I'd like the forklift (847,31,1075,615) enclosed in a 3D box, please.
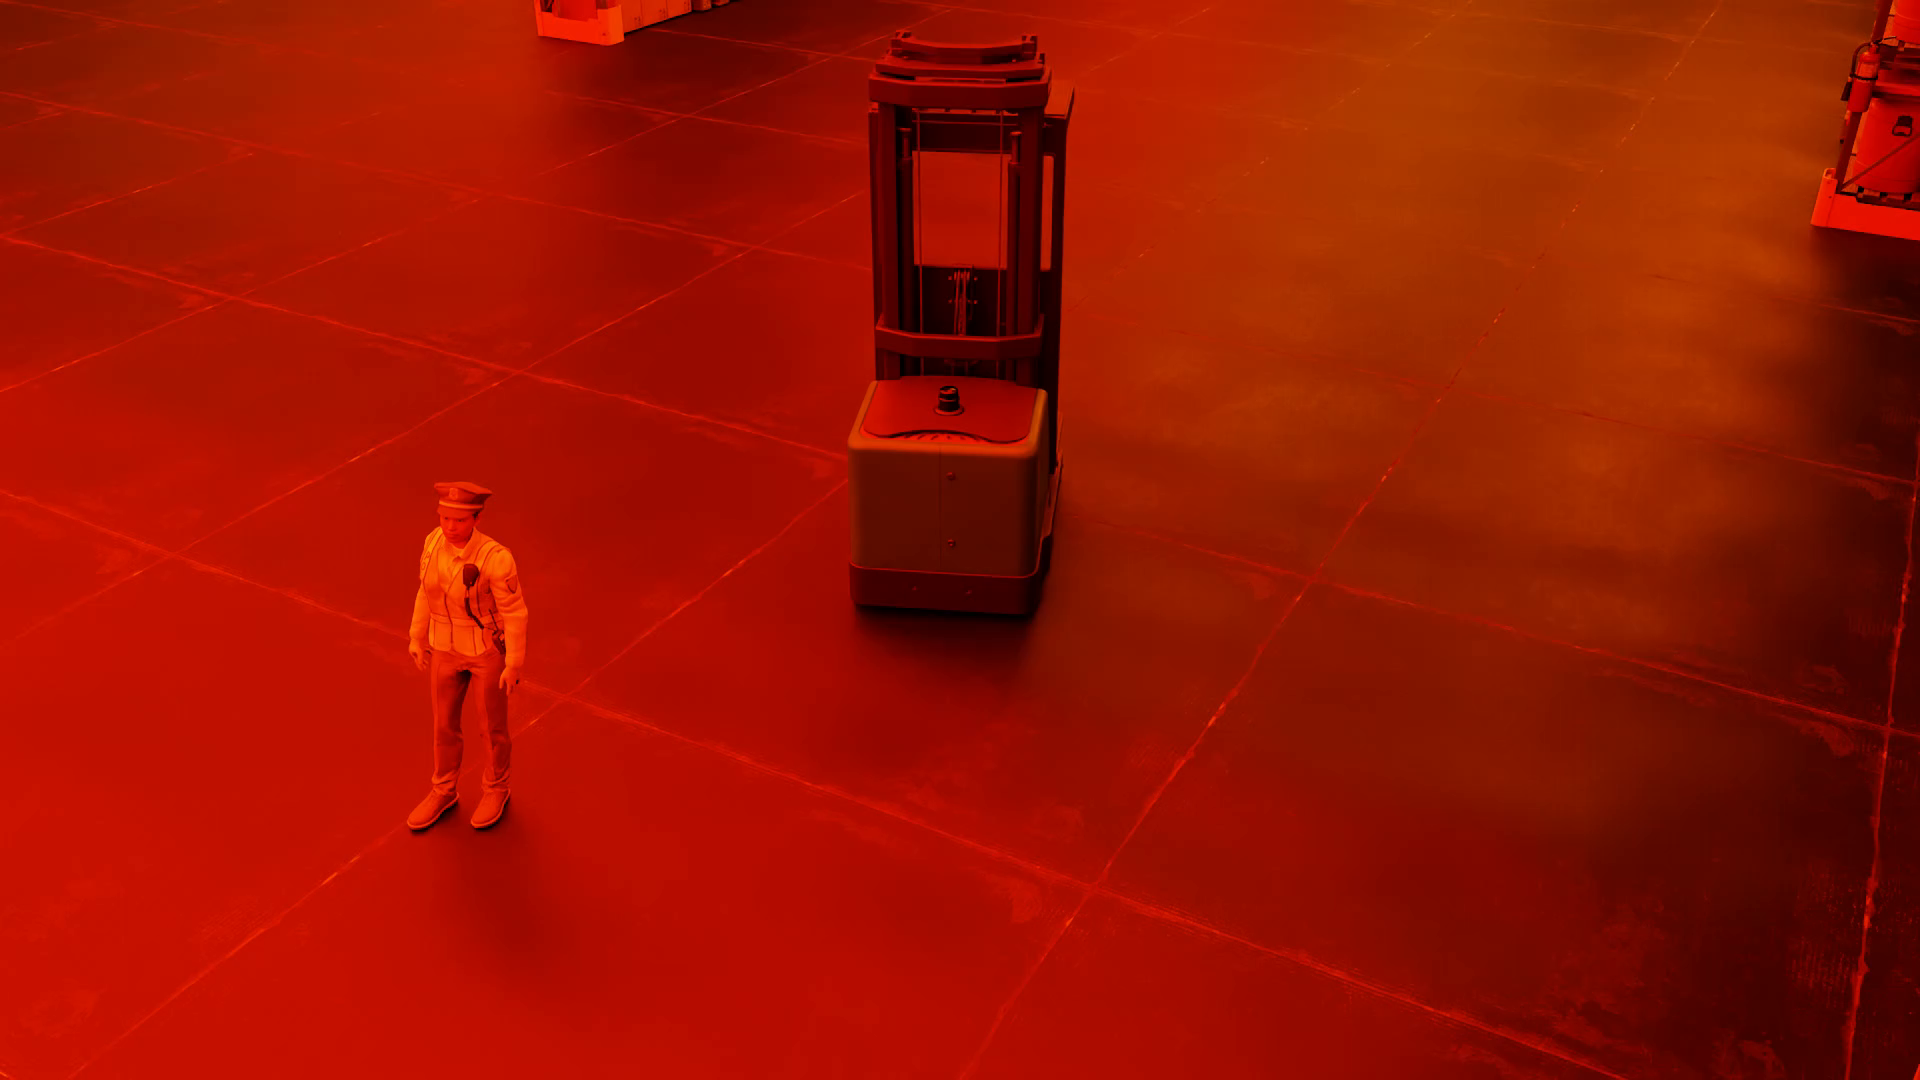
[{"bbox_3d":[0.072,-1.572,9.794,1.130,2.935,3.031,3,30,6],"label":"forklift"}]

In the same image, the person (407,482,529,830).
[{"bbox_3d":[-2.211,0.523,7.386,0.588,1.696,0.534,10,32,17],"label":"person"}]
